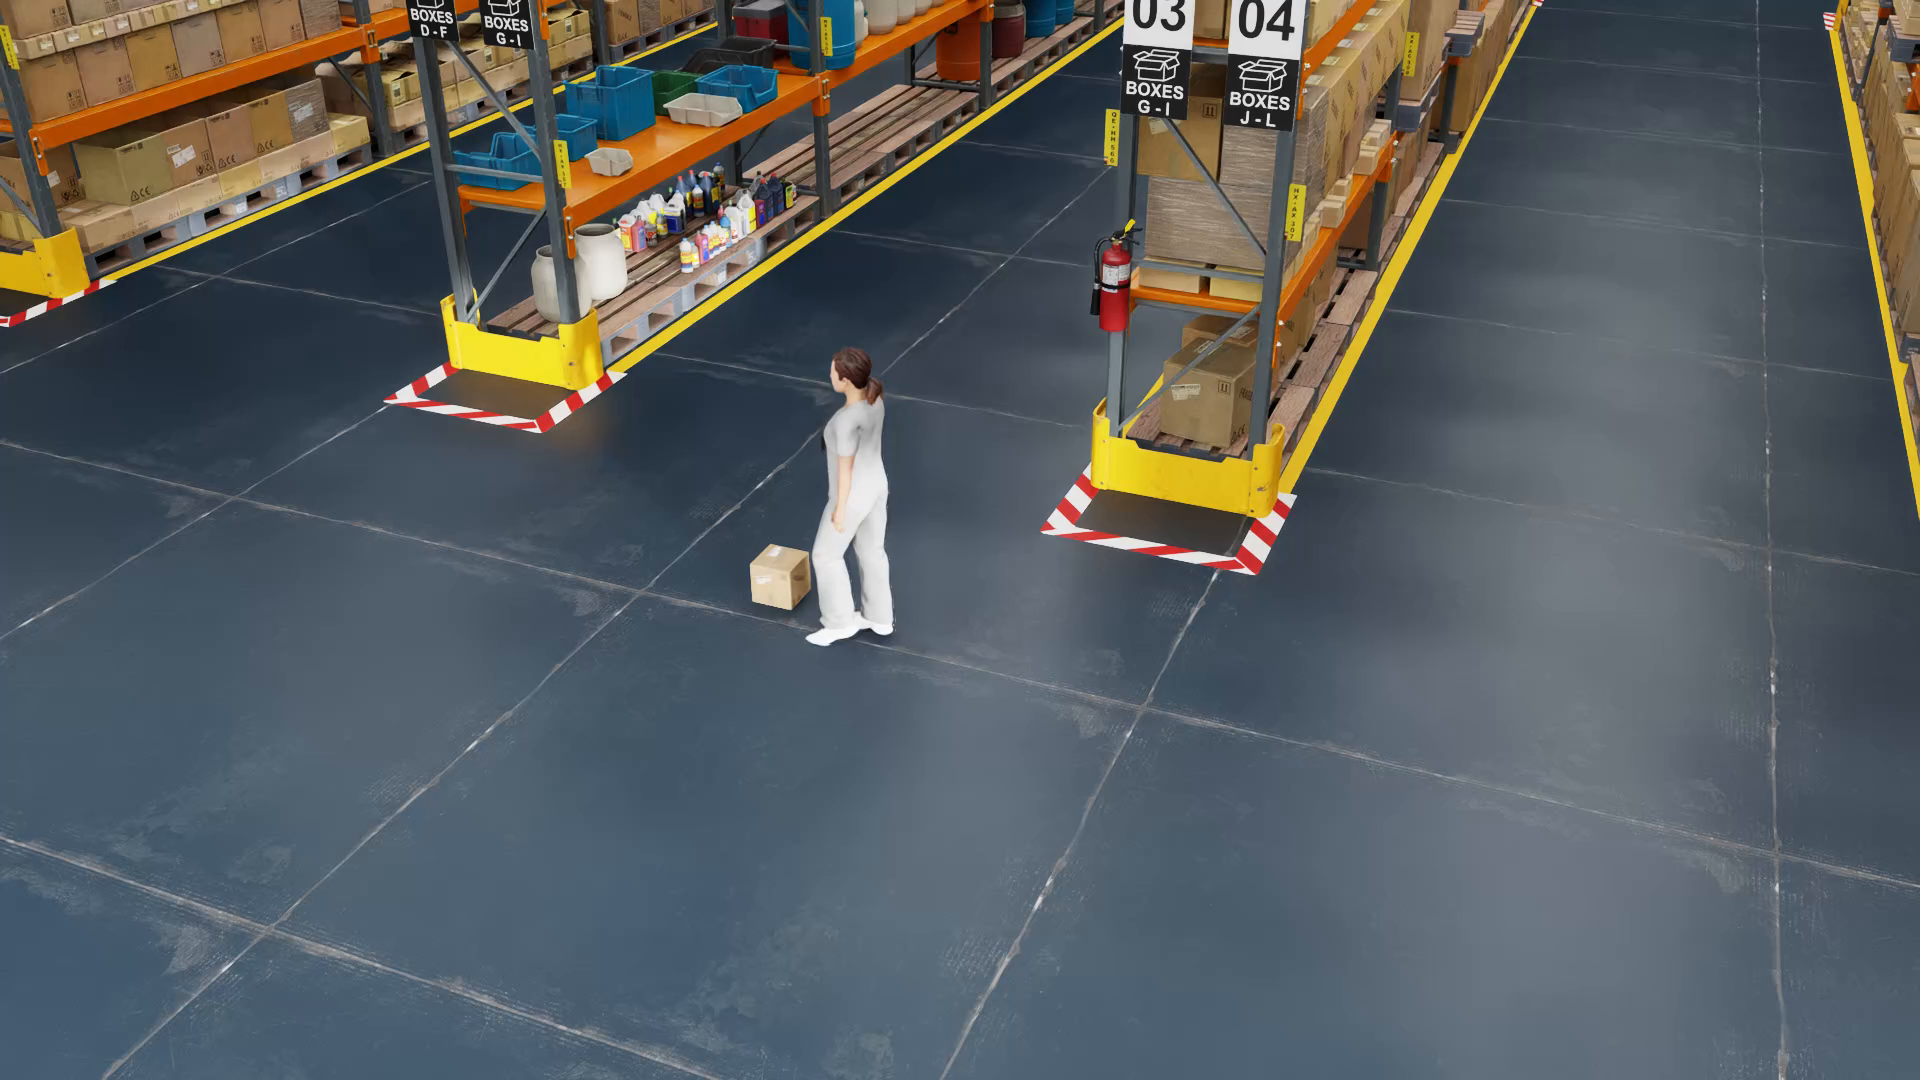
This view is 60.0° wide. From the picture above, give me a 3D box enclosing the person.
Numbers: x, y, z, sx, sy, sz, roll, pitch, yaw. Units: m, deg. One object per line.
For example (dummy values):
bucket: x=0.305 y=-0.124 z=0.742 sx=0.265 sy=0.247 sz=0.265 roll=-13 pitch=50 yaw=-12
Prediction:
person: x=-0.578 y=-0.221 z=8.804 sx=0.432 sy=1.716 sz=0.457 roll=13 pitch=32 yaw=21
